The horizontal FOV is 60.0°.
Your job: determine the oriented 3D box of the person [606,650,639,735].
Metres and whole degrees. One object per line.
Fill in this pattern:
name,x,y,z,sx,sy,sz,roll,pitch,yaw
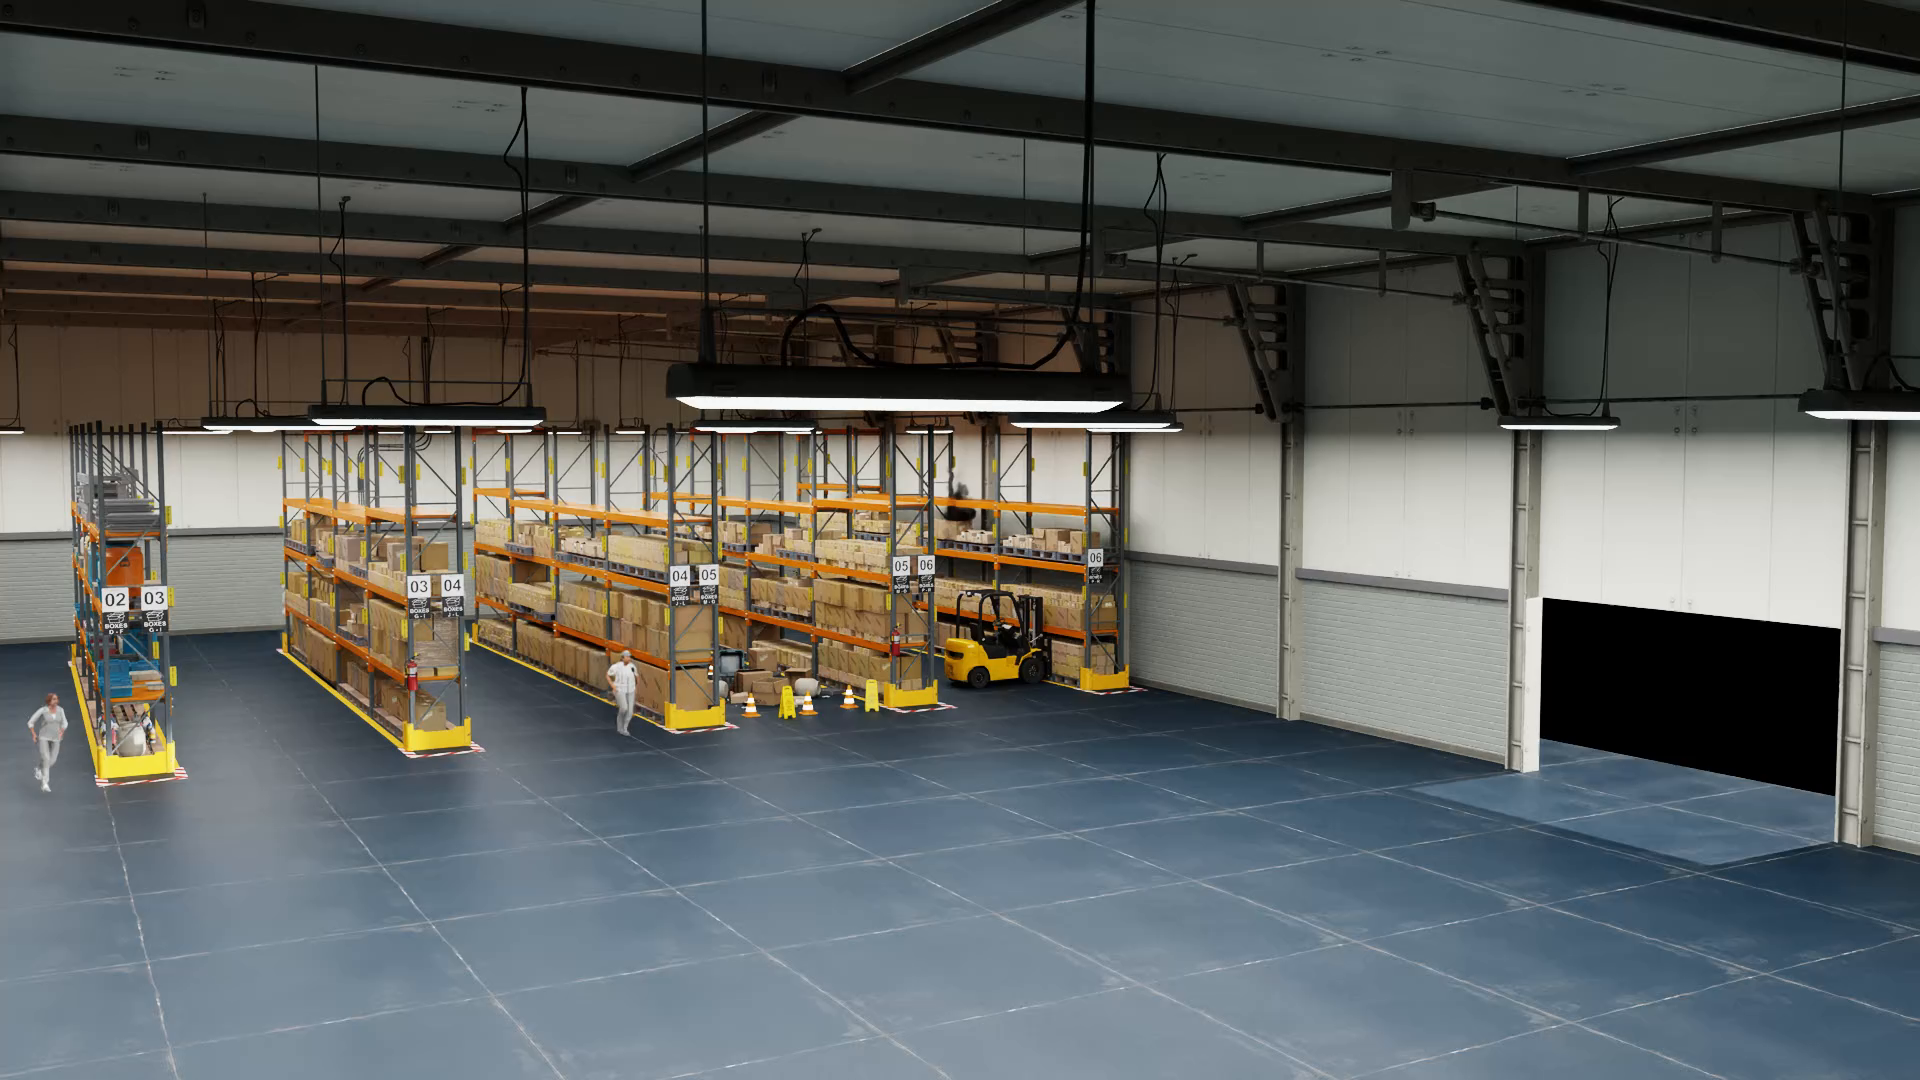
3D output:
person,-6.418,2.937,31.915,0.629,1.632,0.556,-2,4,-35

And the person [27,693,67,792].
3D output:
person,-14.897,3.281,27.179,0.692,1.572,0.582,3,5,42

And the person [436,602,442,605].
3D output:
person,-14.088,2.092,45.242,0.613,1.743,0.685,-2,4,-27

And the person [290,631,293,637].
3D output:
person,-18.100,2.008,45.945,0.925,1.777,0.716,-1,4,-9
